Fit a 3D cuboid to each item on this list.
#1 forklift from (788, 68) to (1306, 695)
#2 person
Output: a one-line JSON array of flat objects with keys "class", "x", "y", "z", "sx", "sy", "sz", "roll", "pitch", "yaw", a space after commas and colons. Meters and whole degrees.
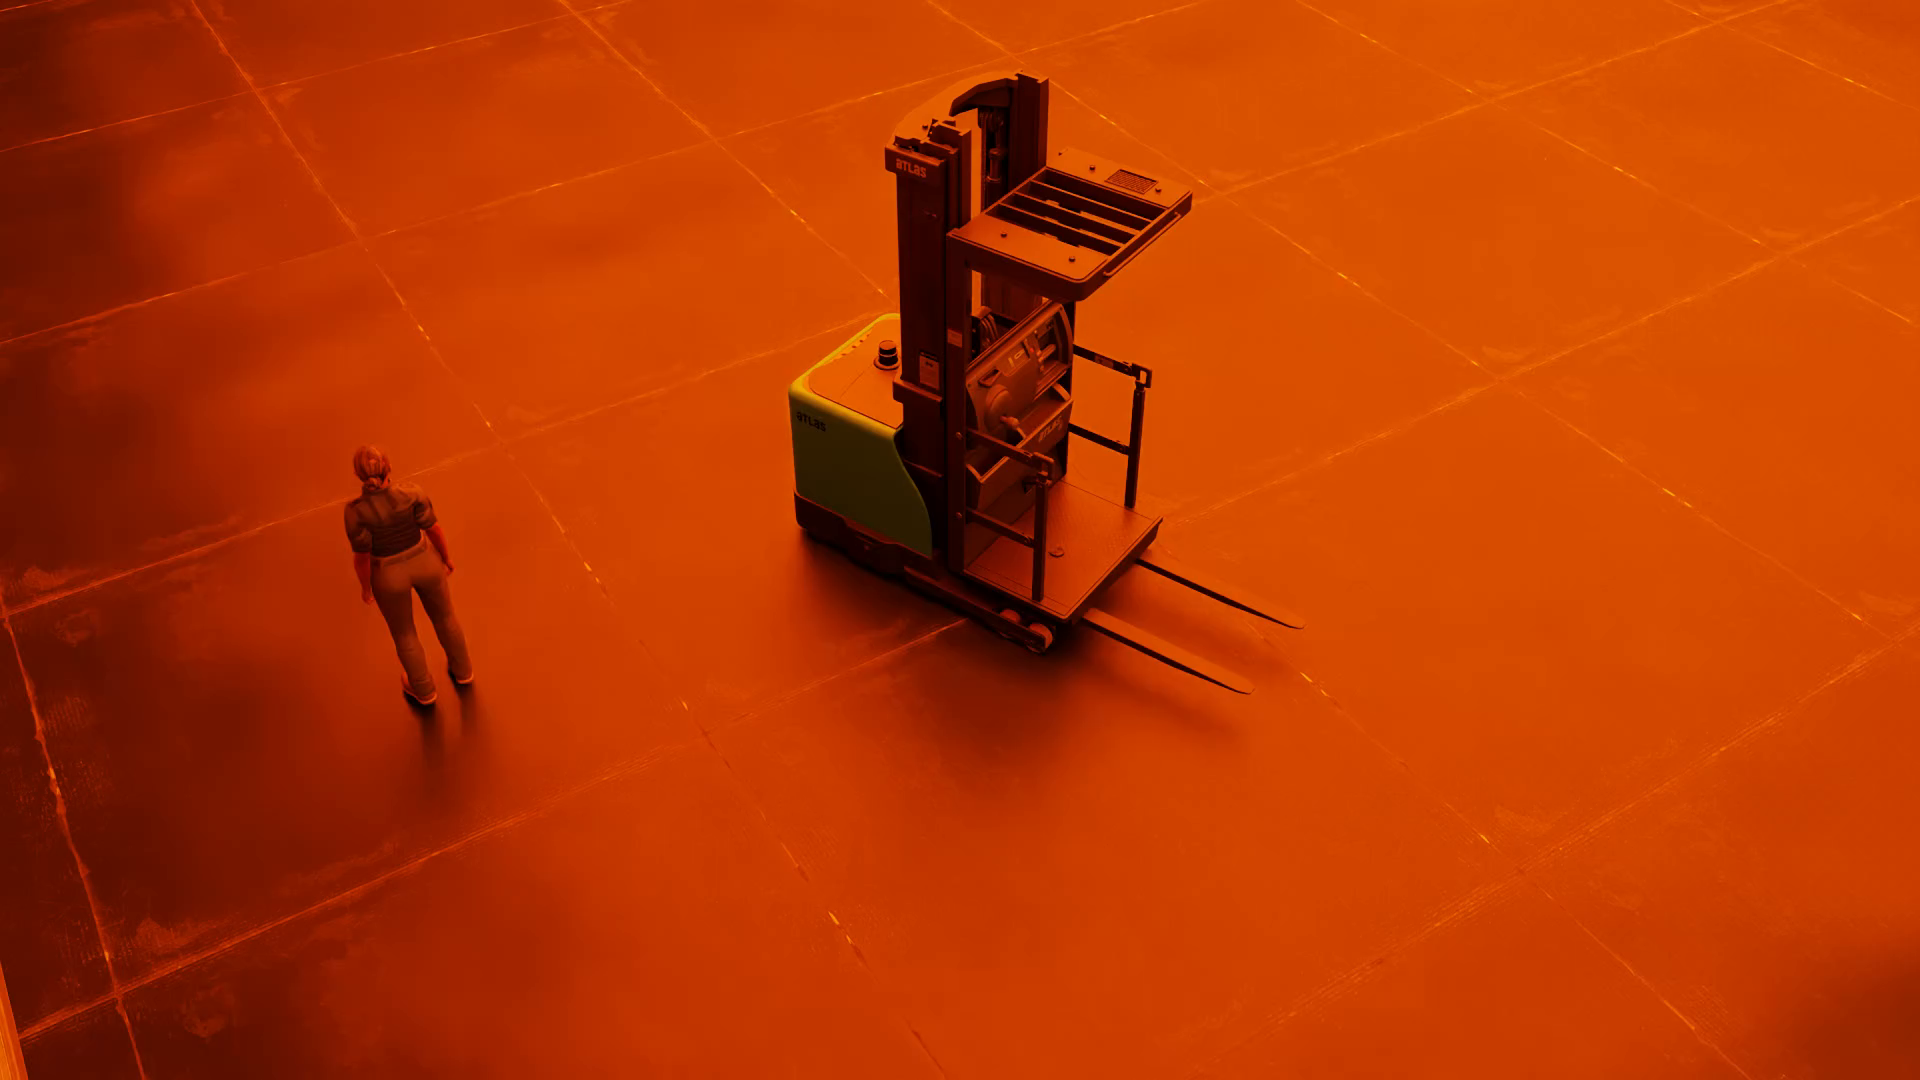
[{"class": "forklift", "x": 0.496, "y": -0.872, "z": 8.869, "sx": 3.031, "sy": 2.935, "sz": 1.130, "roll": 25, "pitch": 47, "yaw": 26}, {"class": "person", "x": -2.875, "y": 0.159, "z": 8.610, "sx": 0.492, "sy": 1.647, "sz": 0.341, "roll": -23, "pitch": 46, "yaw": -24}]
